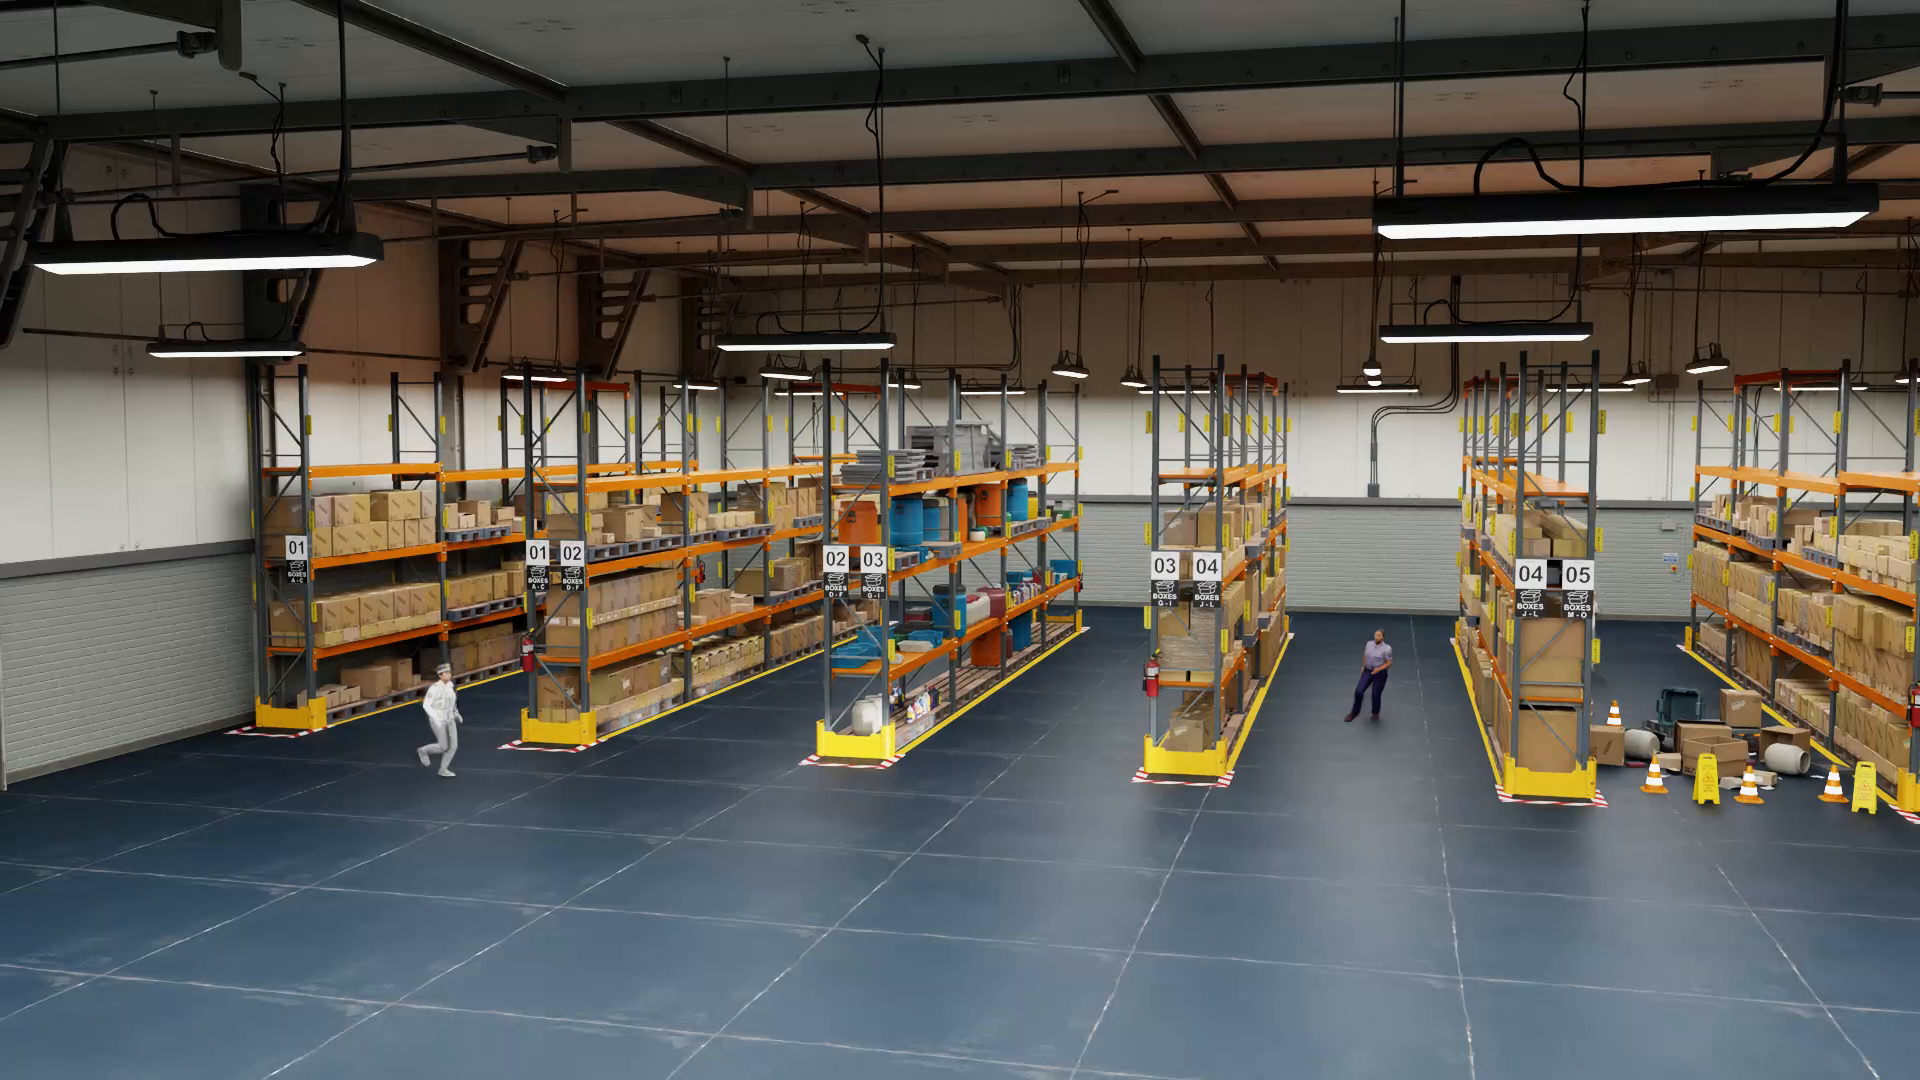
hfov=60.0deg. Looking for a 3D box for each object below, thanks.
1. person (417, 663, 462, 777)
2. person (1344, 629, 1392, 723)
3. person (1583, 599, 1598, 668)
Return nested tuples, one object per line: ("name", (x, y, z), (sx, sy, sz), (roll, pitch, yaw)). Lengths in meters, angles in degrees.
("person", (-7.436, 2.556, 23.723), (0.592, 1.640, 0.603), (2, 5, 29))
("person", (6.890, 2.268, 27.899), (0.753, 1.609, 0.736), (2, 5, 31))
("person", (12.851, 1.792, 34.236), (0.597, 1.723, 0.955), (0, 4, 7))
